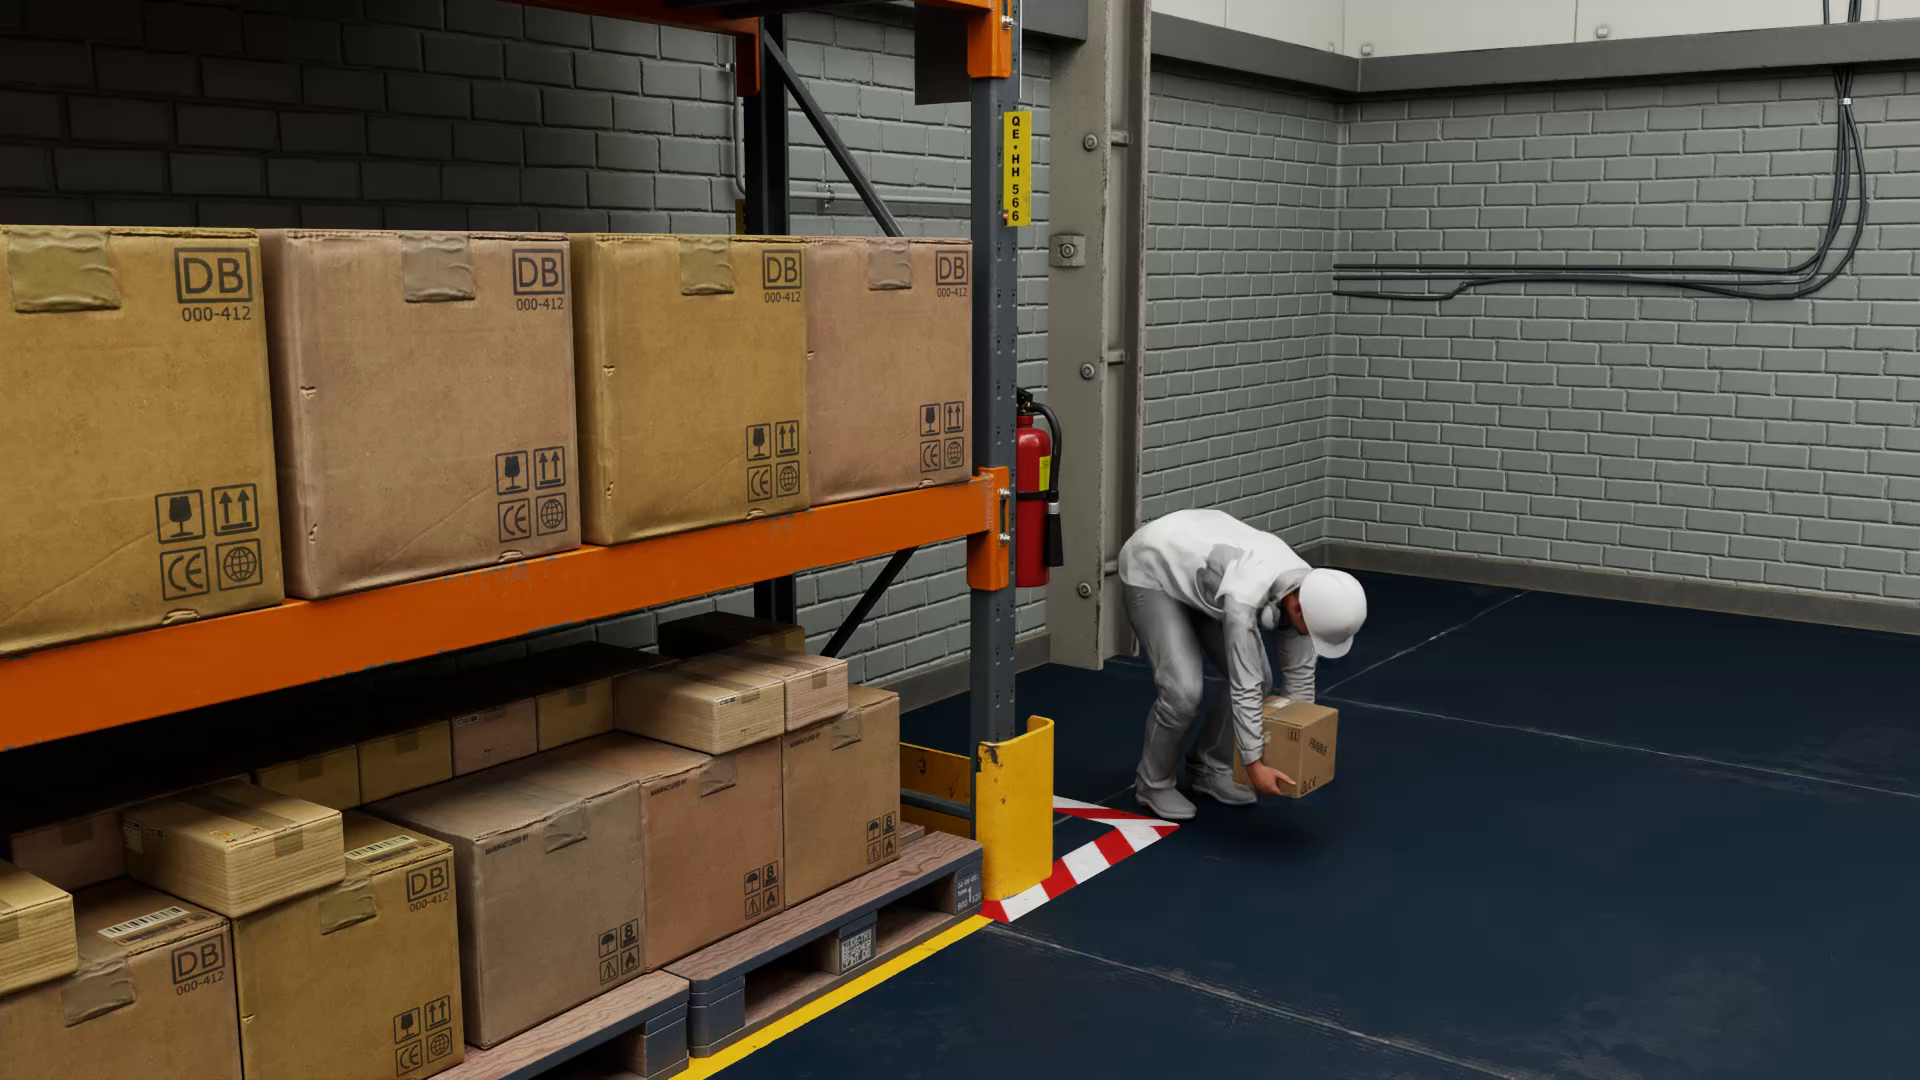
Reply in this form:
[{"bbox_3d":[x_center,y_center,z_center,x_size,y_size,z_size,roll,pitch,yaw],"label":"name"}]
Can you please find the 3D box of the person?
[{"bbox_3d":[0.972,0.454,5.726,0.485,1.077,1.010,-7,12,-35],"label":"person"}]
